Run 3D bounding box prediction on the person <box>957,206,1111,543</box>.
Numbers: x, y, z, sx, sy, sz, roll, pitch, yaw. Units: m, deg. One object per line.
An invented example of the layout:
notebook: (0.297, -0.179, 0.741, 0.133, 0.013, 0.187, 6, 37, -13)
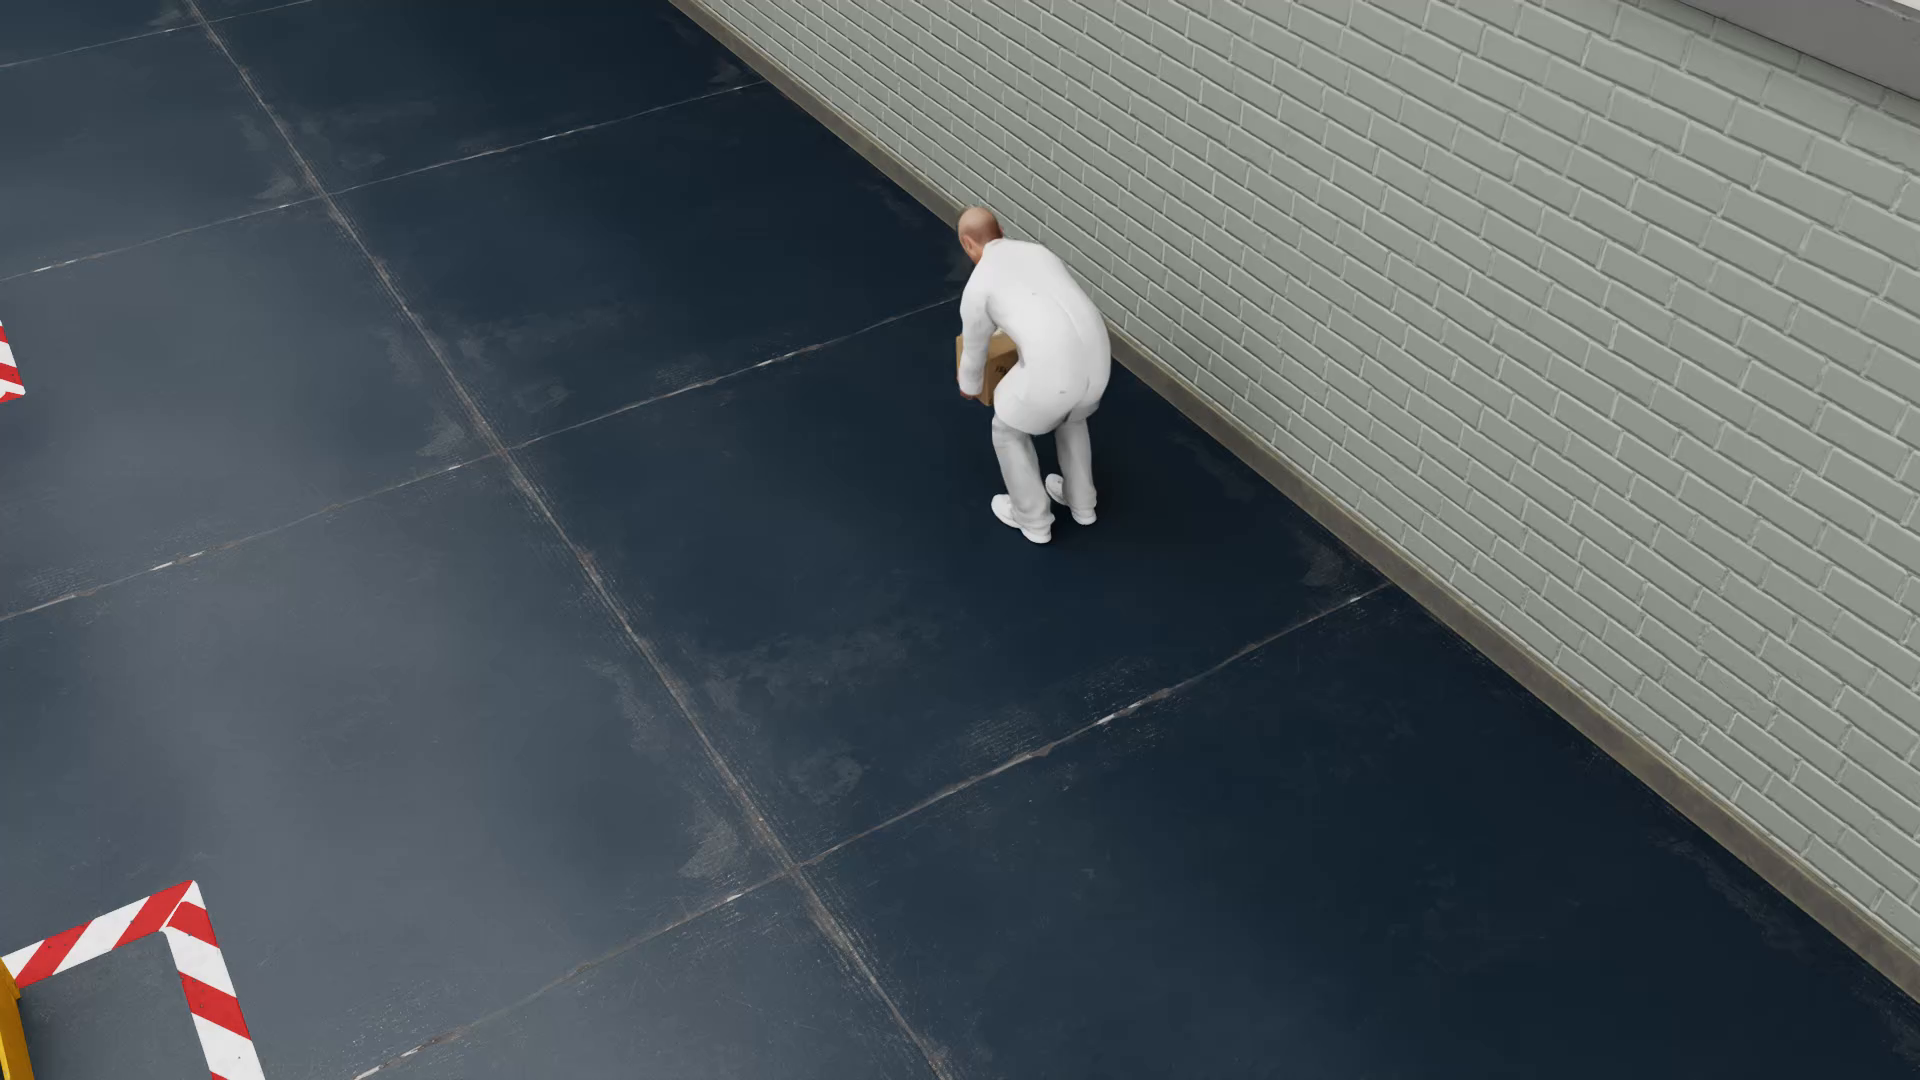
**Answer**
person: (0.292, -0.733, 7.373, 0.567, 1.344, 0.890, -24, 46, -26)
